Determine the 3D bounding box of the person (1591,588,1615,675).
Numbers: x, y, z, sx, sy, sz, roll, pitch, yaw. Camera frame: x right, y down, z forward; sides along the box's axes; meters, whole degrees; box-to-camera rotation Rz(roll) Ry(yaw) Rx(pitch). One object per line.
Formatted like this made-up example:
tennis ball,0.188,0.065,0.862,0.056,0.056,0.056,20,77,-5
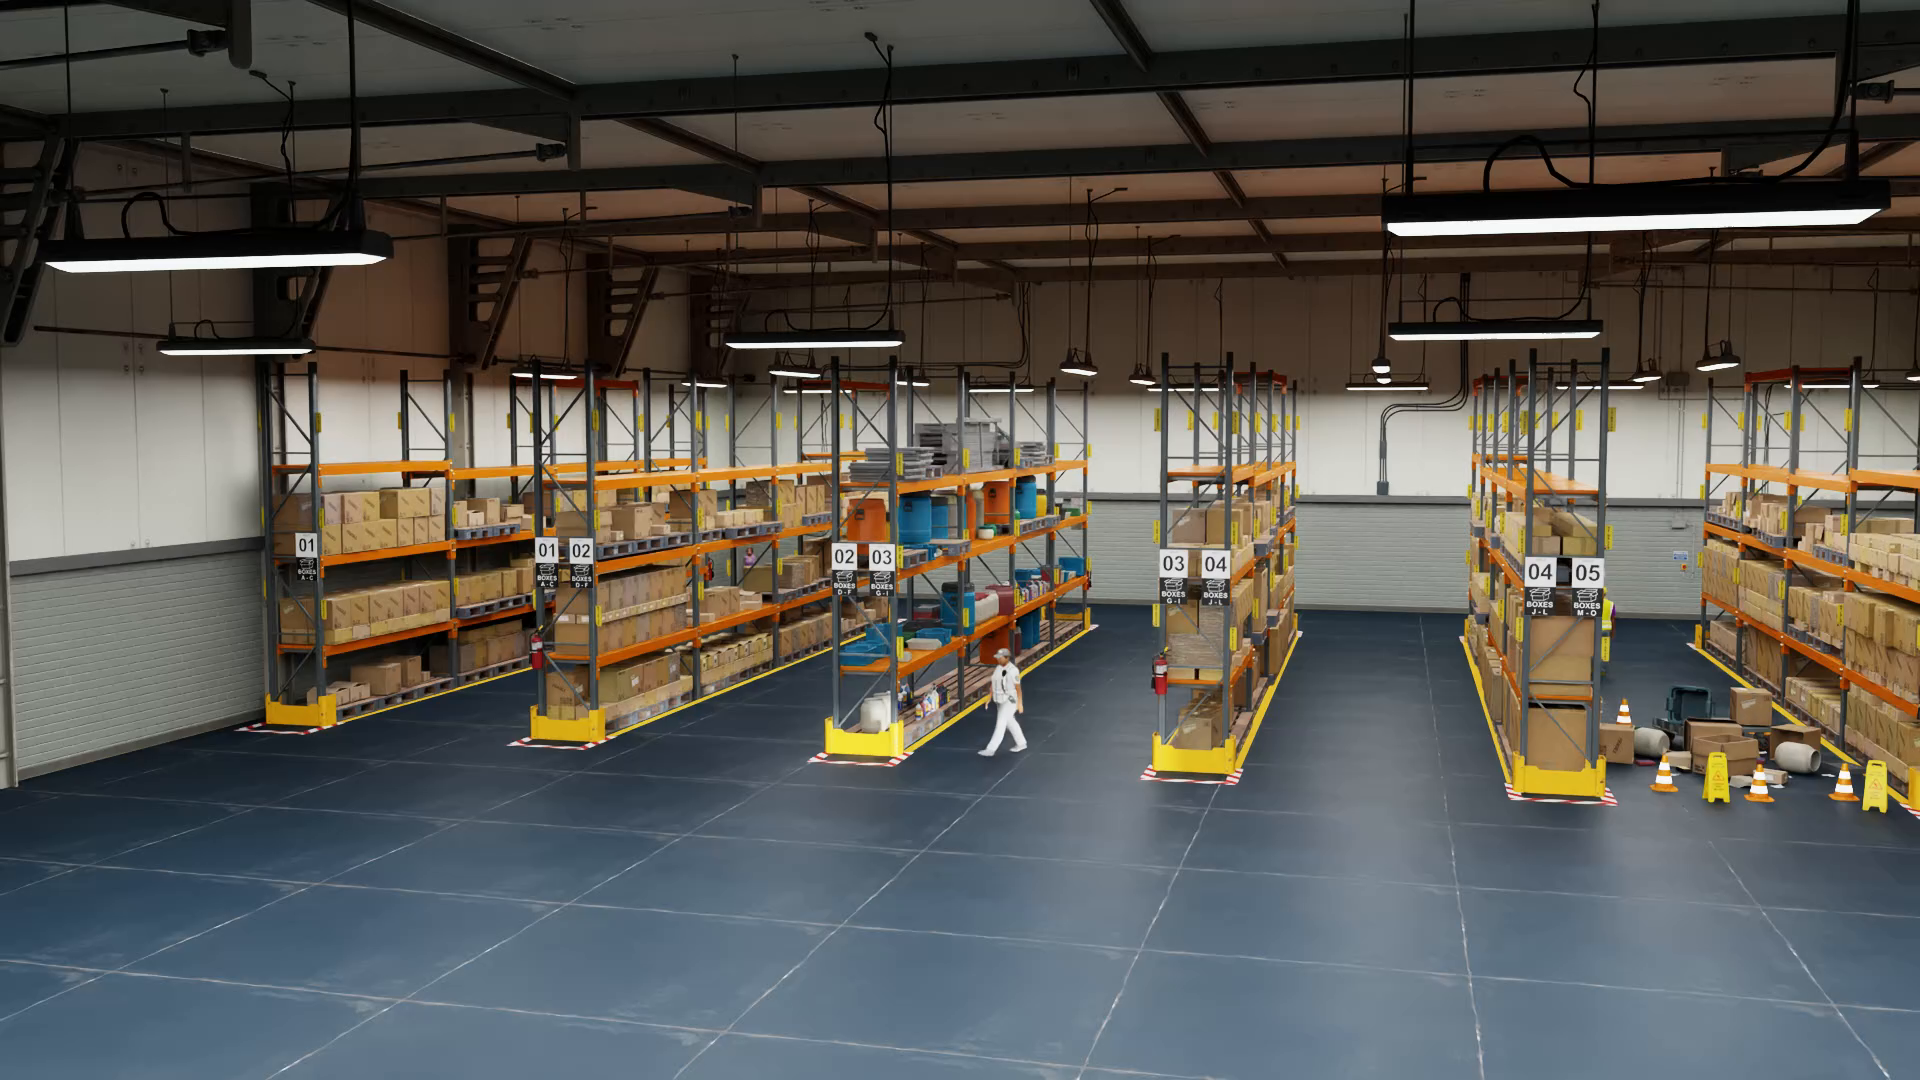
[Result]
person,12.727,1.805,33.073,0.609,1.787,0.403,-1,4,-10

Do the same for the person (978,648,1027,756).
person,0.617,2.423,24.997,1.021,1.604,0.505,-2,5,-30

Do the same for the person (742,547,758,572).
person,-5.856,0.949,46.383,0.440,1.536,1.003,-1,4,-12
